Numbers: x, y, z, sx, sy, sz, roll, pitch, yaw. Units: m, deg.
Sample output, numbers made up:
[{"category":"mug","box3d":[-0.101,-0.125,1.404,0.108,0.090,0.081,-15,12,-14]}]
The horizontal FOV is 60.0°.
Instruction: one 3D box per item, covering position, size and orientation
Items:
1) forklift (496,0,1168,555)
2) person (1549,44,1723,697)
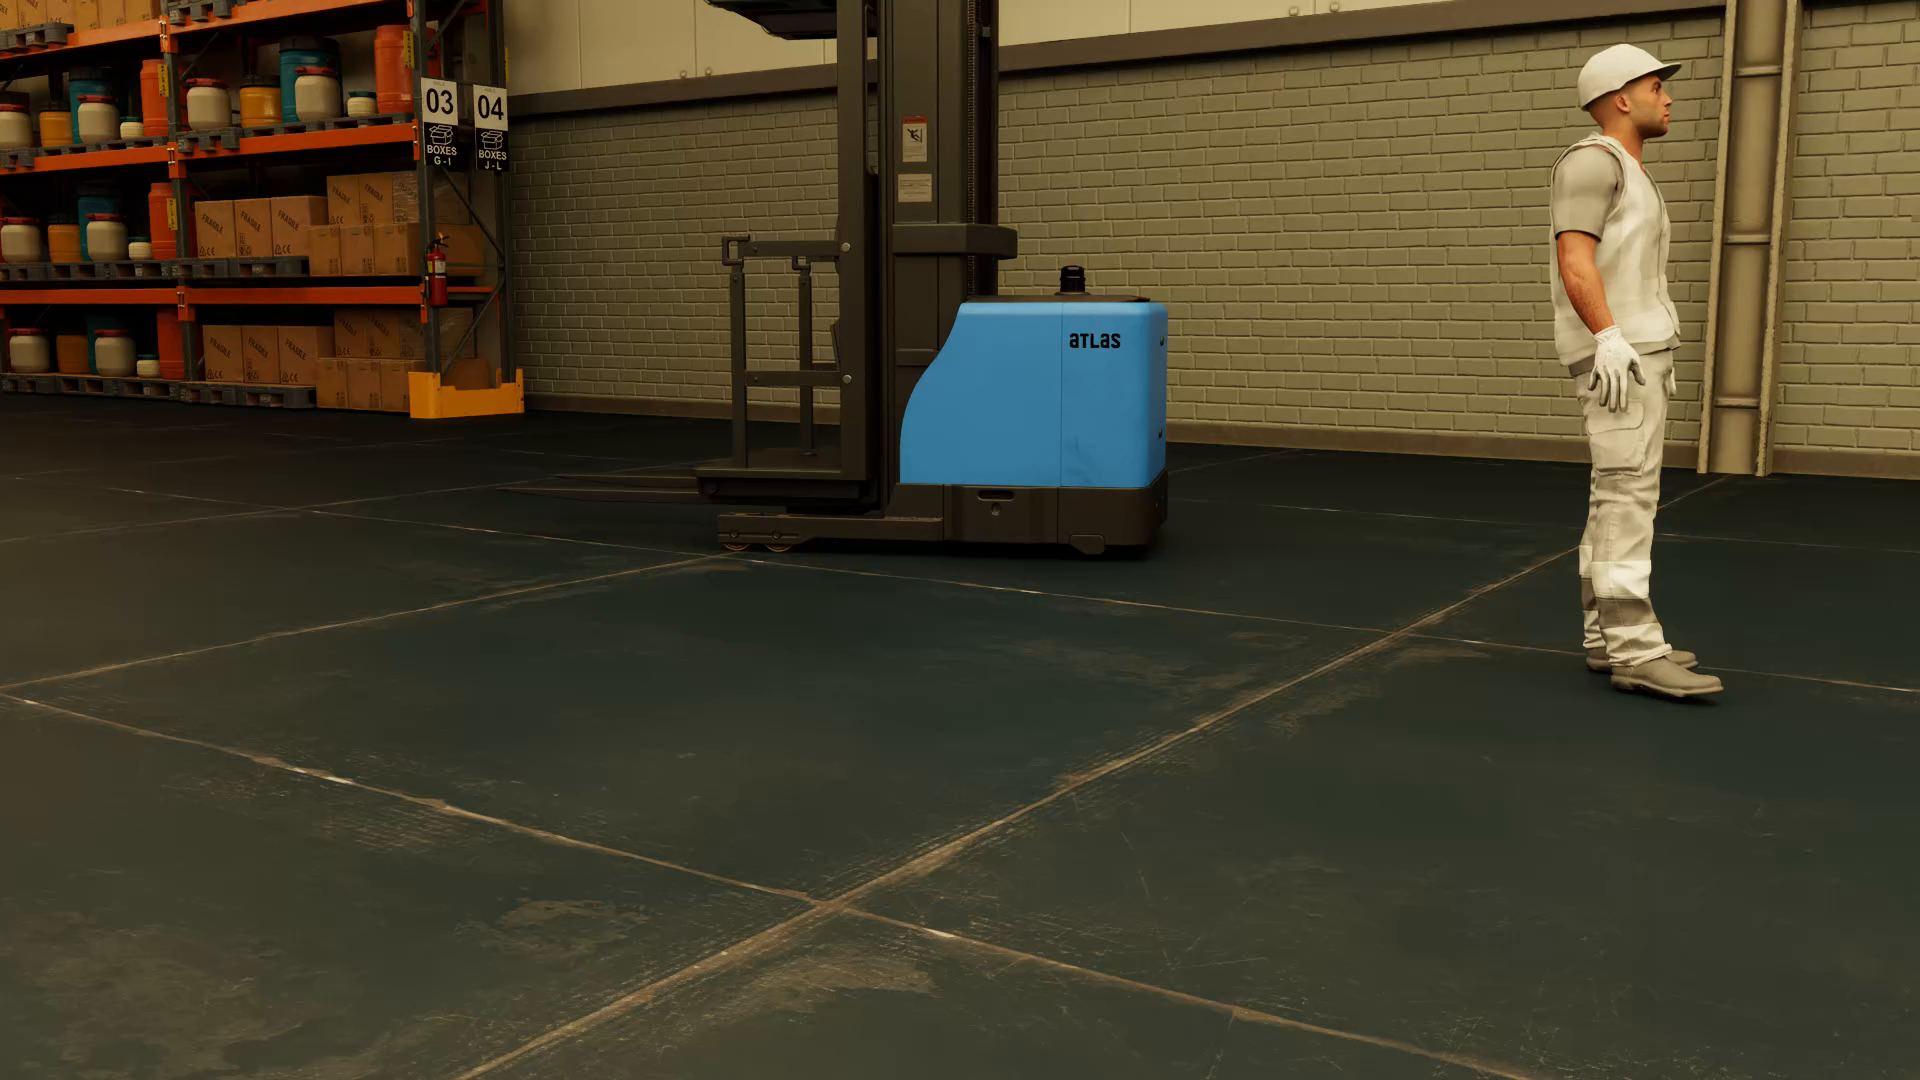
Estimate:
[{"category":"forklift","box3d":[-0.596,-1.469,7.520,3.031,2.935,1.130,2,8,12]},{"category":"person","box3d":[1.955,-0.500,4.712,0.564,1.788,0.637,5,10,33]}]
